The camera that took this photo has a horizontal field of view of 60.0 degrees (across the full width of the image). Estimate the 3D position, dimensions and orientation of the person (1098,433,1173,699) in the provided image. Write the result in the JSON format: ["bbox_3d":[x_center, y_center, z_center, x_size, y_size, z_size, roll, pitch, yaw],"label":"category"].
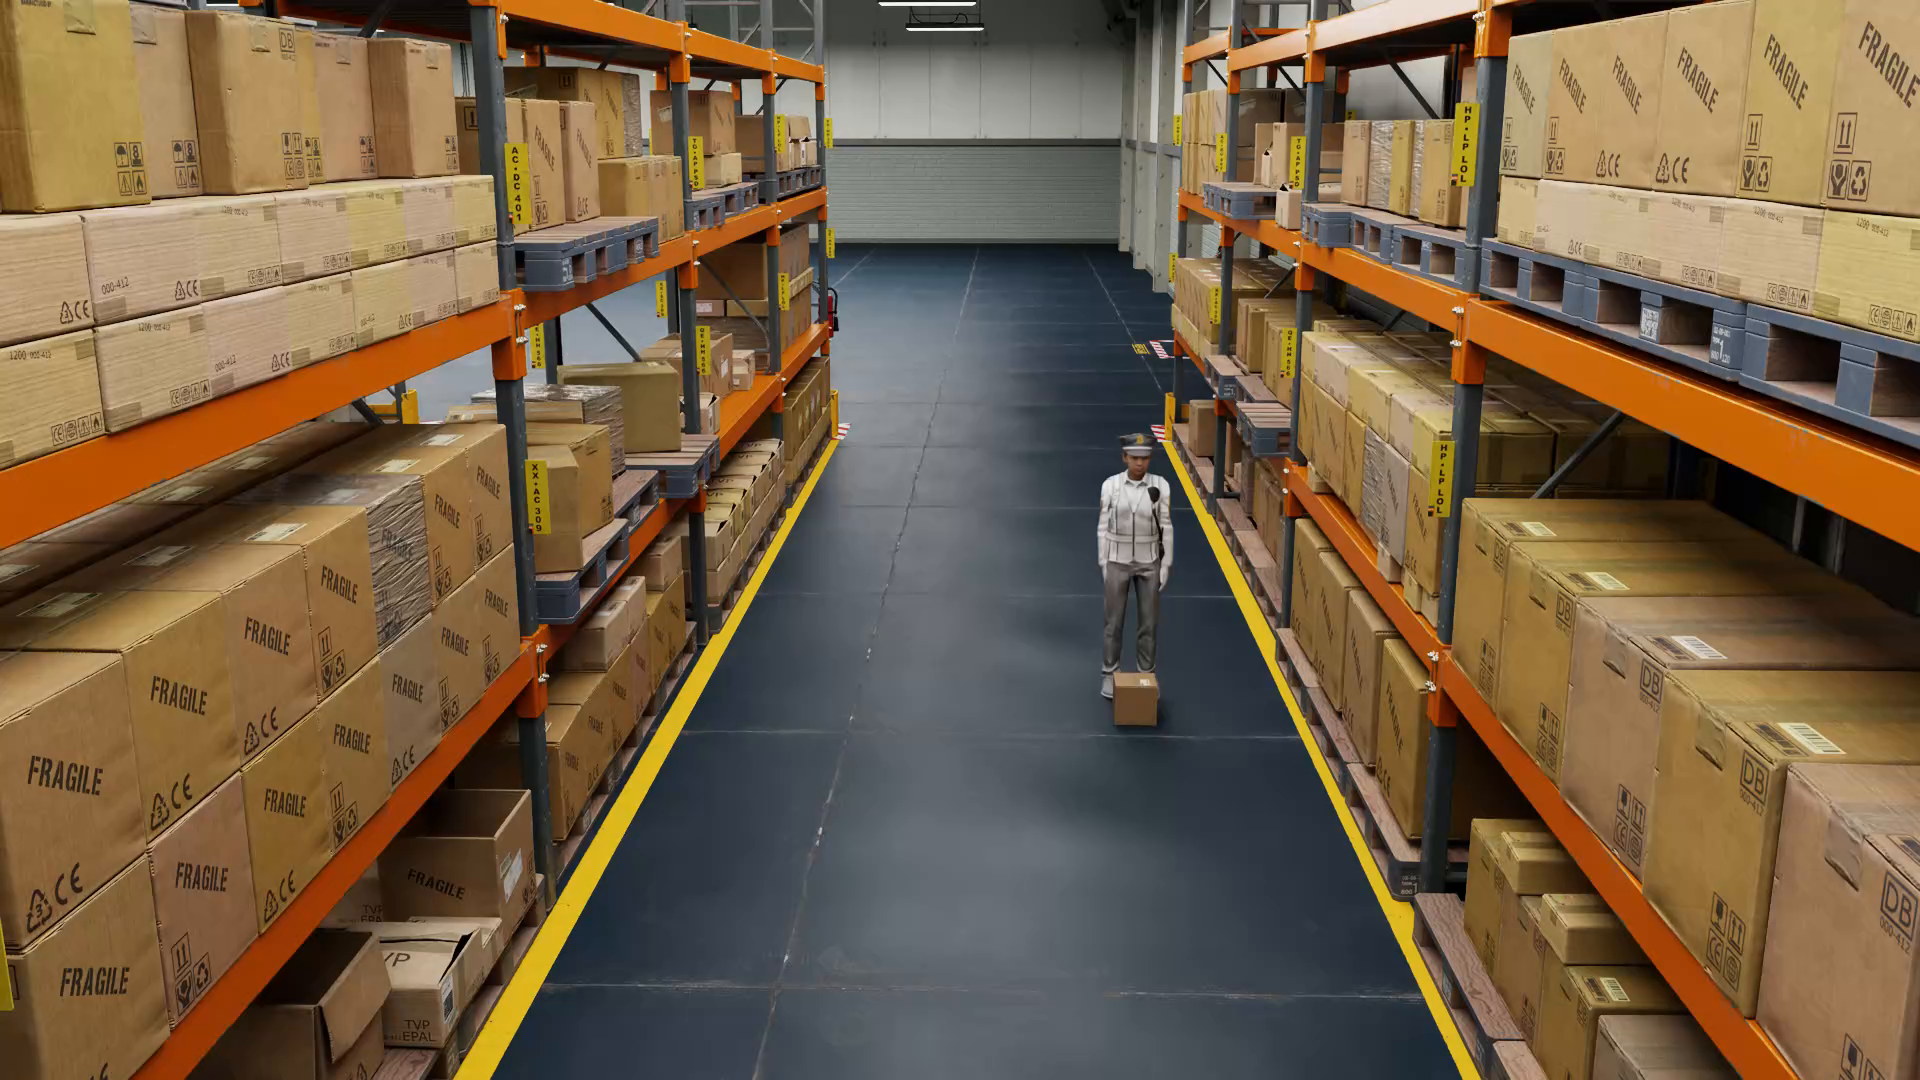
[{"bbox_3d":[1.087,0.159,10.340,0.468,1.684,0.343,1,14,3],"label":"person"}]
